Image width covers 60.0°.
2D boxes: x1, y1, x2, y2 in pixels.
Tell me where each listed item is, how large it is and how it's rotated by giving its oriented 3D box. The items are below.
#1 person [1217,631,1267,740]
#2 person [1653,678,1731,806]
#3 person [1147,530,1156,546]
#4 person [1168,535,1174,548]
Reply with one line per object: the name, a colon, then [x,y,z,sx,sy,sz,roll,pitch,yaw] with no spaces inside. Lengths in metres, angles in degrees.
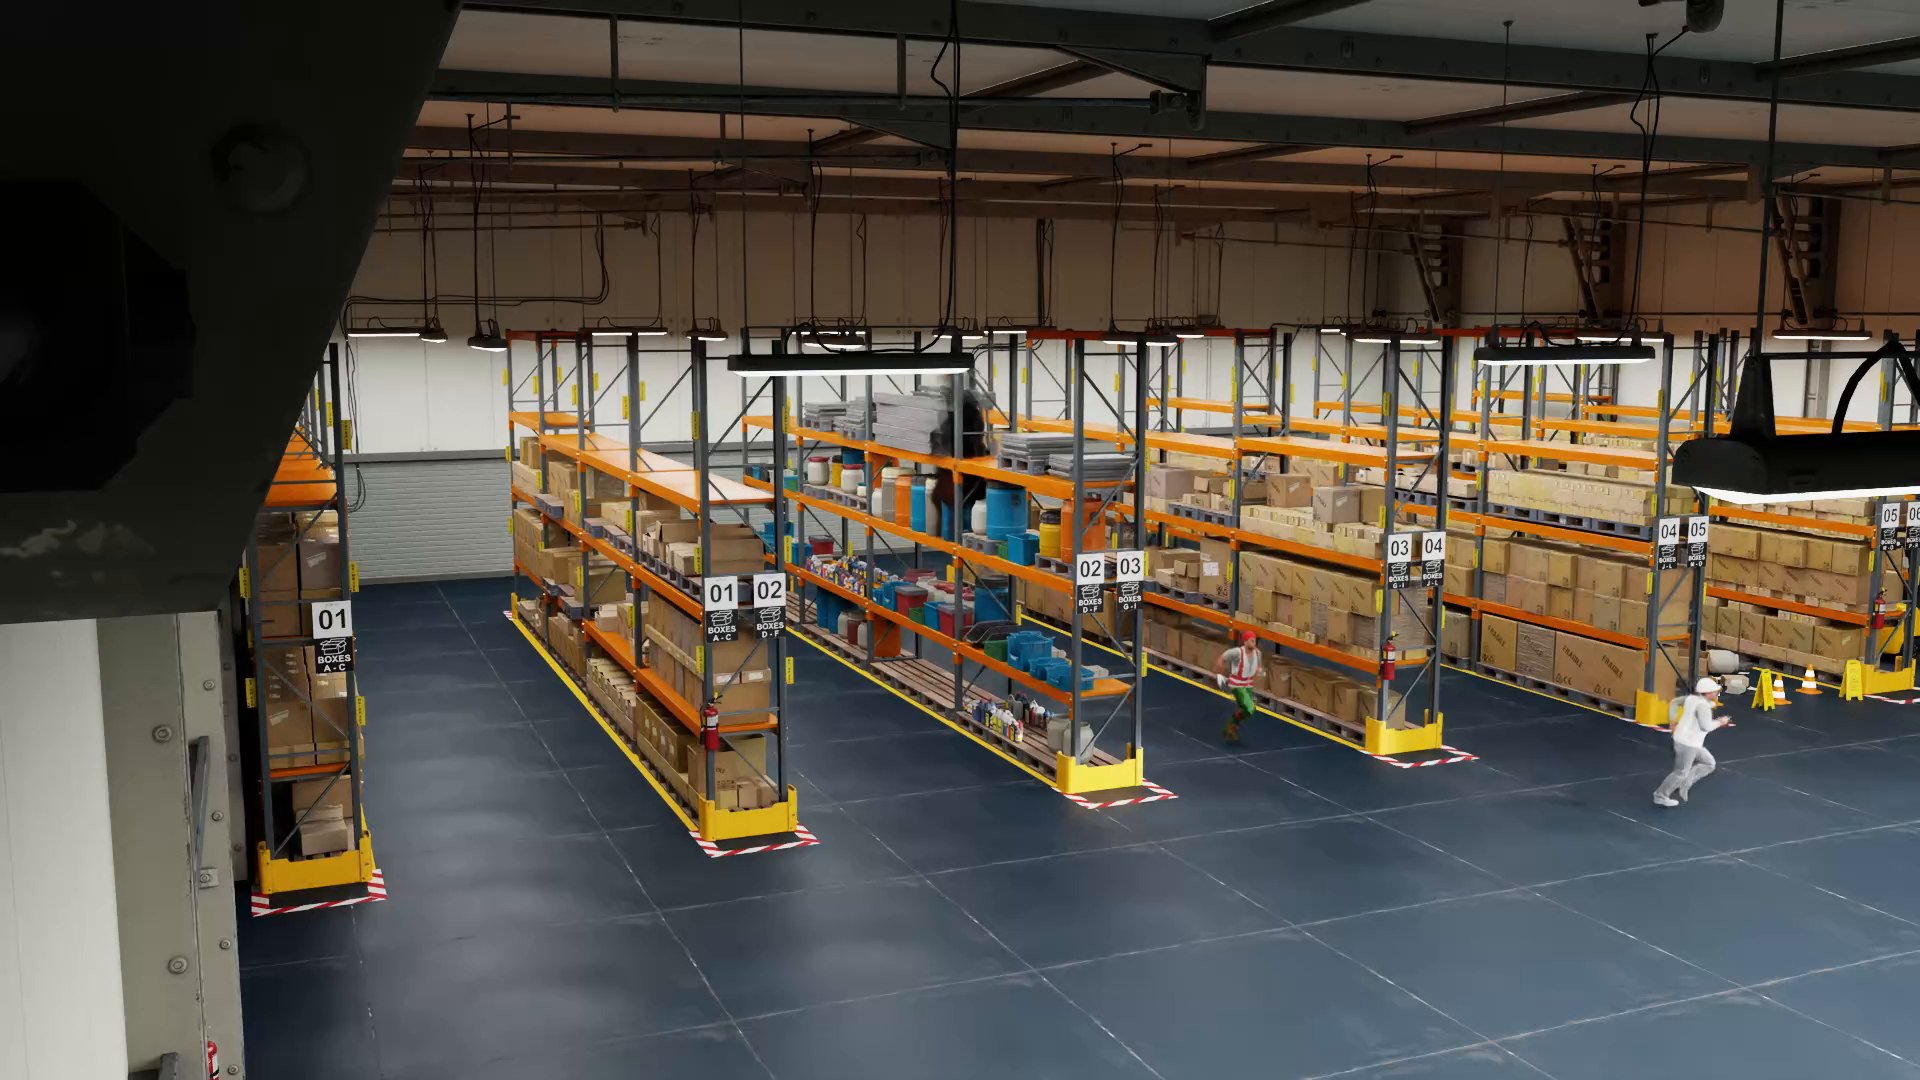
person: [4.163,2.147,24.392,0.618,1.686,0.768,-6,10,-36]
person: [9.356,2.585,21.259,0.855,1.696,0.637,2,8,16]
person: [4.738,-0.168,41.525,0.718,1.805,0.696,-1,8,-8]
person: [5.345,-0.209,41.880,0.587,1.722,0.703,-4,9,-28]
